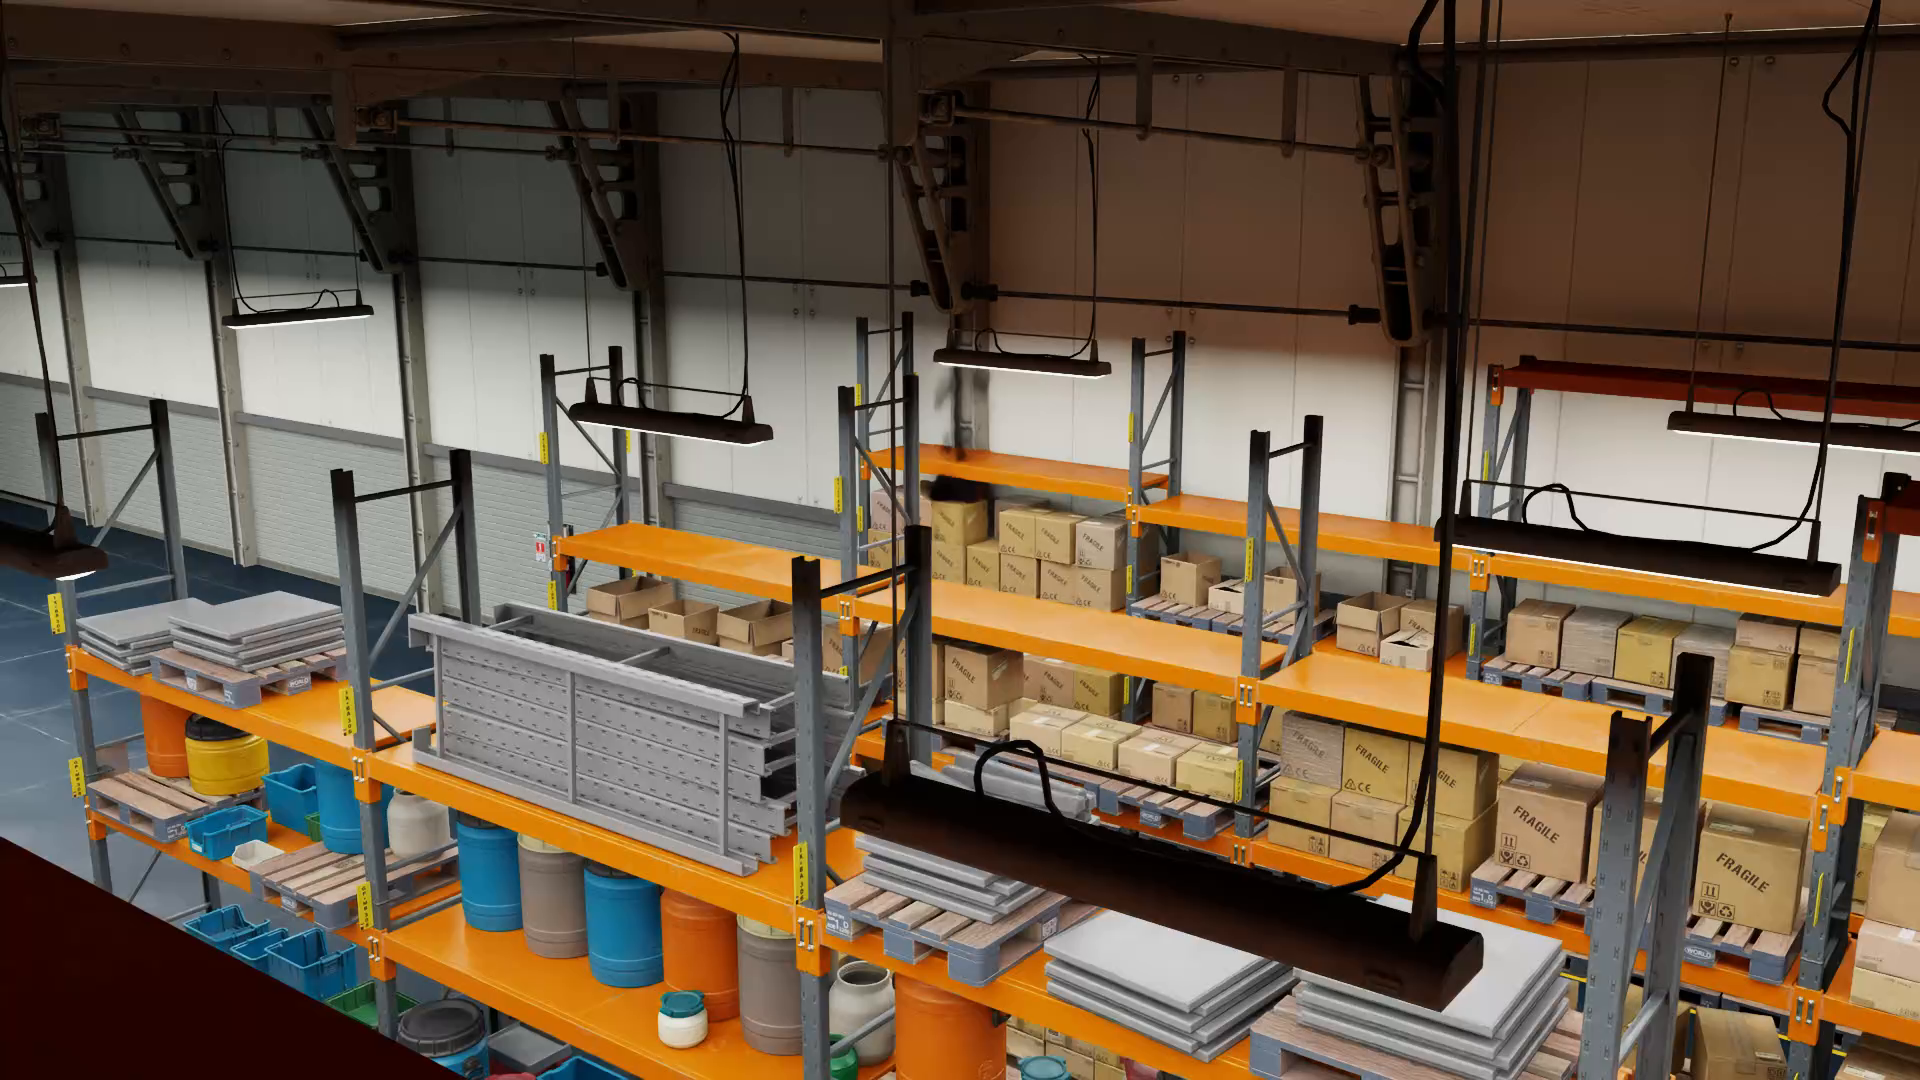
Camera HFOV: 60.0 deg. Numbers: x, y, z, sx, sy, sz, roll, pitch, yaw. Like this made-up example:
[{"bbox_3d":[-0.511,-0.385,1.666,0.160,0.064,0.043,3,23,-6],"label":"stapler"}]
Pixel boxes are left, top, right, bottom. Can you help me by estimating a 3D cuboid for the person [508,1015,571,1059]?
[{"bbox_3d":[-3.751,3.981,14.512,0.846,1.697,0.600,6,14,23],"label":"person"}]
